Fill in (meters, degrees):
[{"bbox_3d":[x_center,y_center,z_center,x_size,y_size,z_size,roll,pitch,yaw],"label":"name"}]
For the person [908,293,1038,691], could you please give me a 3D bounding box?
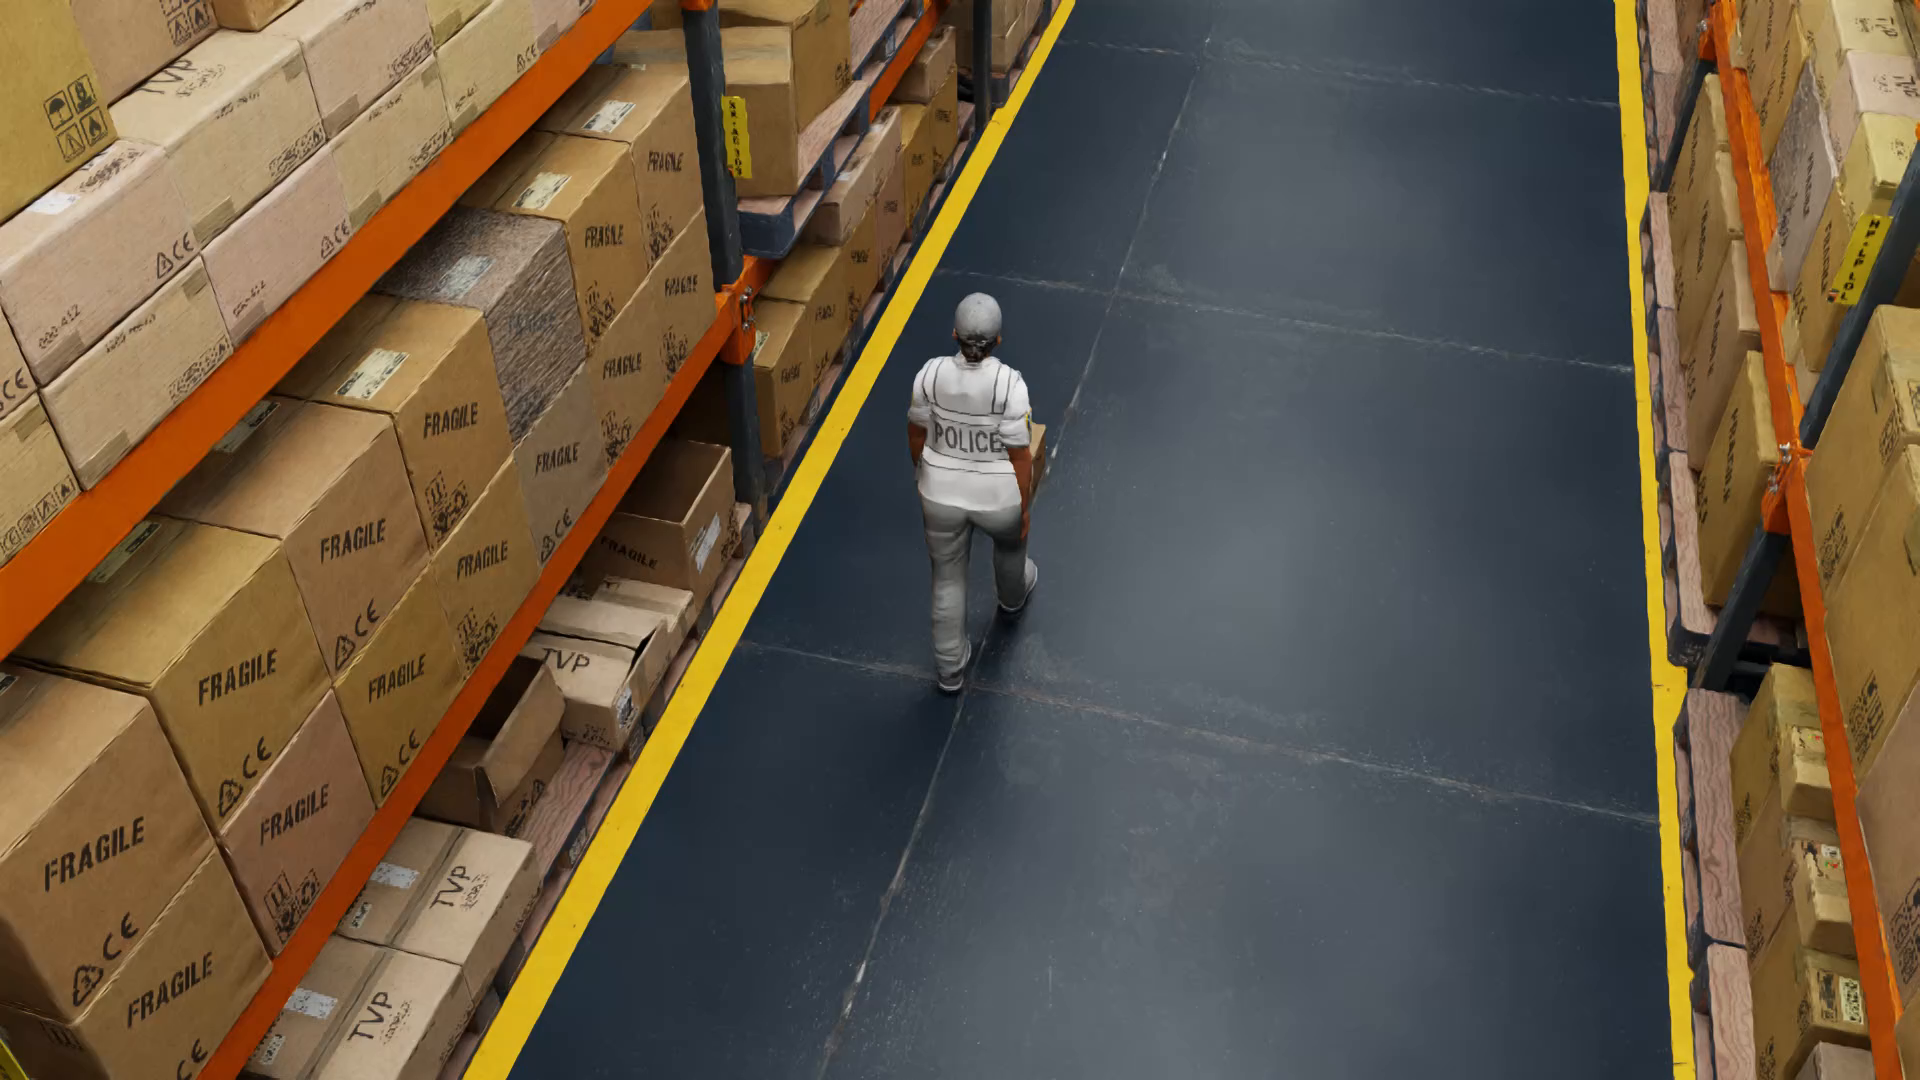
[{"bbox_3d":[0.052,-0.252,6.432,0.495,1.625,0.796,7,42,8],"label":"person"}]
